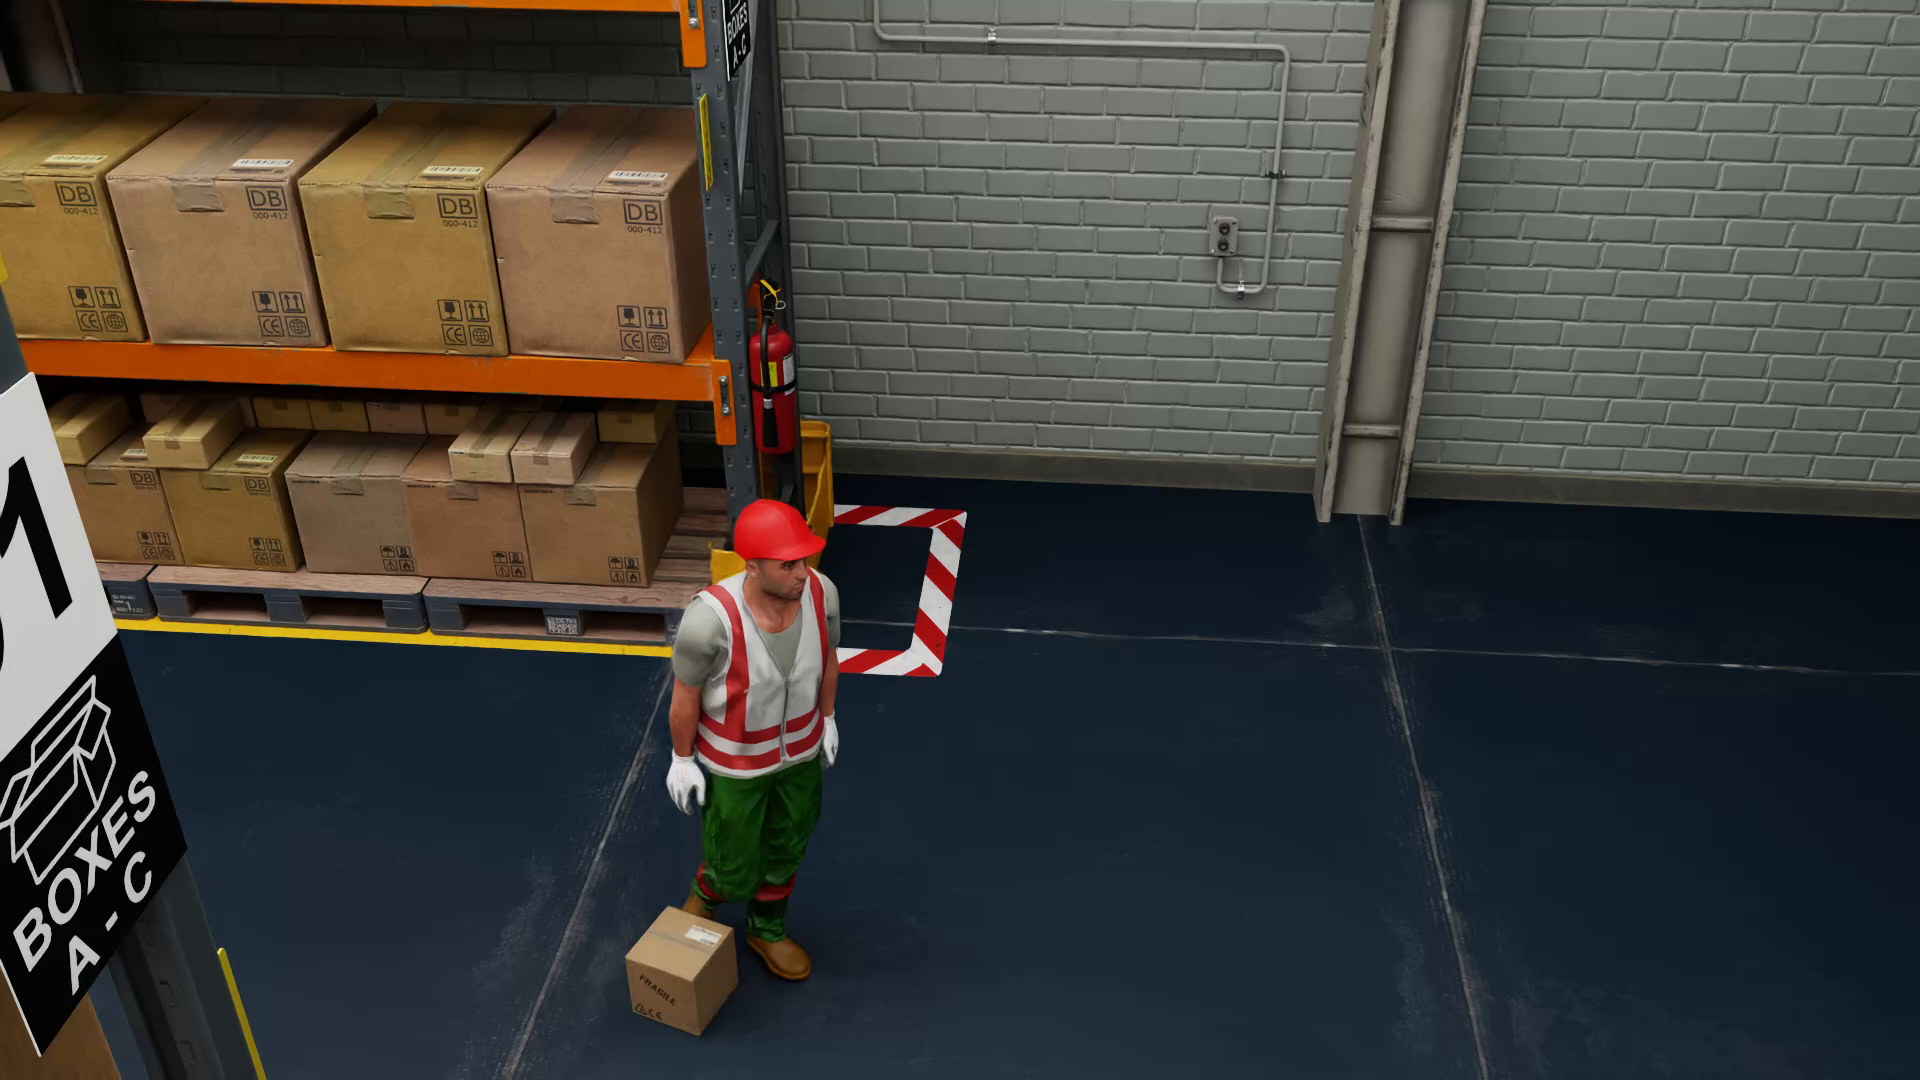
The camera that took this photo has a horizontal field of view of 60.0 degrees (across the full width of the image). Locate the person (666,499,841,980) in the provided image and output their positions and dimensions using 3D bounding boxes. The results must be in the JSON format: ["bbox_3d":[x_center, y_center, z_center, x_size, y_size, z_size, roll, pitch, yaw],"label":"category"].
[{"bbox_3d":[-0.631,0.622,5.095,0.587,1.781,0.556,-21,37,-30],"label":"person"}]
